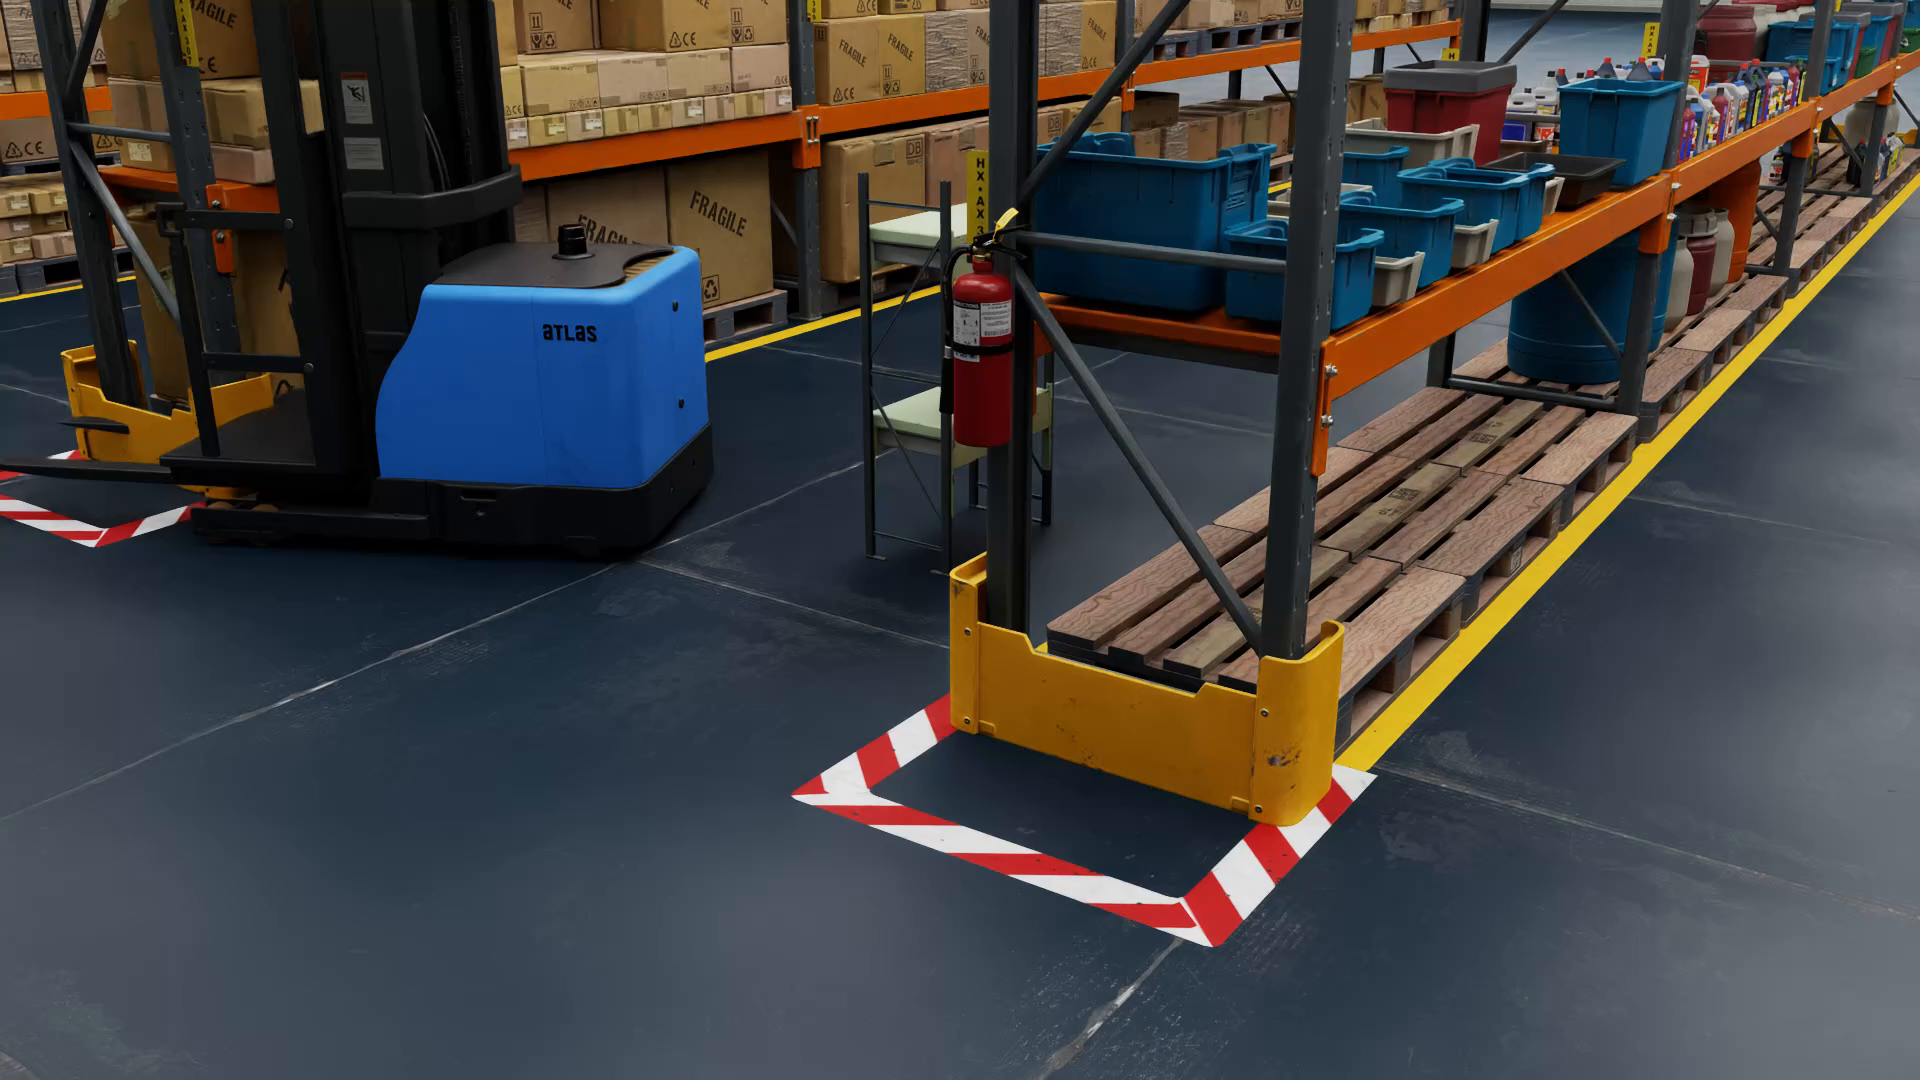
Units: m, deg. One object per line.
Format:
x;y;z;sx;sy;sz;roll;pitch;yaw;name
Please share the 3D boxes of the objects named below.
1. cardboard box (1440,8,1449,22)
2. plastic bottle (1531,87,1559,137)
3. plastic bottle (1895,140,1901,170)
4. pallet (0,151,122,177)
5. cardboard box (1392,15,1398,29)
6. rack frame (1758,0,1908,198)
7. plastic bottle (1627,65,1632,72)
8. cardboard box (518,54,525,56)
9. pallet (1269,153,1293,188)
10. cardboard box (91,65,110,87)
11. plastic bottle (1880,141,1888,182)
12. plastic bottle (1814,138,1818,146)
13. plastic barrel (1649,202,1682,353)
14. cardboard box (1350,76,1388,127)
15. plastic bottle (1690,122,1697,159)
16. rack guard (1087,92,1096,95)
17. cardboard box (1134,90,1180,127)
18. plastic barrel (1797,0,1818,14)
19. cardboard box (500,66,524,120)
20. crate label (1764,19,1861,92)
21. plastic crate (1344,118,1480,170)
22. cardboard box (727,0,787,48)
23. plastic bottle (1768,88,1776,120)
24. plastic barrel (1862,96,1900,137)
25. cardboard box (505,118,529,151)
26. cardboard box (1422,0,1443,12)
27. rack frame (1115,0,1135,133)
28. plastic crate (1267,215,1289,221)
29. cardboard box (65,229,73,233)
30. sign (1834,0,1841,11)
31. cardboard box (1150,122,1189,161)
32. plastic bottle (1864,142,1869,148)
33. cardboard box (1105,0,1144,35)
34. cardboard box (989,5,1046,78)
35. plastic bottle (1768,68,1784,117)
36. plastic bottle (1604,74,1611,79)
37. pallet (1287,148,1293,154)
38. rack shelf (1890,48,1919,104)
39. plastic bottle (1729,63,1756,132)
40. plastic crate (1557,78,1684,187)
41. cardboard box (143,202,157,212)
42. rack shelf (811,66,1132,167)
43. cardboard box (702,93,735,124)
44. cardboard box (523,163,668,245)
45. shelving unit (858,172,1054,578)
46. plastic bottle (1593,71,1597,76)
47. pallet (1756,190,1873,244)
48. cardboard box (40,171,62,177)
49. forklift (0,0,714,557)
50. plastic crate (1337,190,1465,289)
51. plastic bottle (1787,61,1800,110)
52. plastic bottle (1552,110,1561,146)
5.434;-6.091;19.271;0.380;0.149;0.250;13;24;32;cardboard box
2.934;-2.145;8.419;0.152;0.276;0.135;13;24;32;plastic bottle
8.608;-3.575;15.397;0.152;0.276;0.135;13;24;30;plastic bottle
-9.146;-3.749;16.596;1.003;0.211;1.213;13;24;32;pallet
4.480;-5.582;17.894;0.380;0.149;0.250;13;24;32;cardboard box
7.272;-4.217;13.843;1.000;3.000;0.127;13;24;32;rack frame
3.960;-2.683;9.880;0.097;0.271;0.097;0;20;0;plastic bottle
-2.656;-2.442;8.831;0.500;0.250;0.500;13;24;32;cardboard box
2.739;-3.652;16.333;1.003;0.211;1.213;13;24;32;pallet
-6.069;-3.263;11.625;0.380;0.149;0.250;13;24;31;cardboard box
8.069;-3.332;14.634;0.144;0.351;0.185;14;25;33;plastic bottle
7.868;-3.564;15.357;0.061;0.283;0.133;13;24;32;plastic bottle
3.493;-1.491;8.891;0.600;0.901;0.708;13;24;32;plastic barrel
4.751;-5.002;18.961;0.500;0.500;0.500;-17;26;-38;cardboard box
3.458;-1.926;7.934;0.097;0.201;0.097;0;20;0;plastic bottle
1.392;-6.162;22.703;1.175;0.500;0.348;13;24;32;rack guard
1.568;-3.774;14.531;0.500;0.250;0.500;17;26;38;cardboard box
6.553;-4.049;13.193;0.433;0.535;0.433;0;20;0;plastic barrel
-2.505;-2.188;8.145;0.500;0.250;0.500;12;24;30;cardboard box
5.805;-3.319;11.362;0.502;0.435;0.616;13;24;32;crate label
1.764;-1.492;6.560;0.437;0.282;0.530;13;24;32;plastic crate
-1.359;-3.125;9.596;0.500;0.500;0.500;14;25;33;cardboard box
4.611;-2.514;9.524;0.097;0.201;0.097;0;20;0;plastic bottle
9.214;-4.192;16.754;0.421;0.512;0.421;0;20;0;plastic barrel
-2.377;-2.029;8.290;0.380;0.149;0.250;13;24;31;cardboard box
4.910;-6.198;18.625;0.875;0.500;0.500;13;24;32;cardboard box
0.927;-4.036;13.352;1.000;3.000;0.127;13;24;32;rack frame
1.010;-1.029;5.515;0.396;0.136;0.243;13;24;32;plastic crate
-6.198;-2.131;11.706;0.380;0.149;0.250;13;24;32;cardboard box
9.068;-5.603;17.191;0.100;0.325;0.005;13;24;32;sign
1.588;-3.427;14.676;0.700;0.500;0.500;11;23;27;cardboard box
8.277;-3.495;15.181;0.152;0.276;0.135;13;24;32;plastic bottle
1.197;-4.442;13.701;0.500;0.500;0.500;10;23;25;cardboard box
0.280;-3.601;12.033;0.500;0.500;0.500;12;24;30;cardboard box
4.720;-2.603;9.663;0.097;0.271;0.097;0;20;0;plastic bottle
3.592;-2.458;9.271;0.097;0.271;0.097;0;20;0;plastic bottle
3.524;-4.075;17.478;1.003;0.211;1.213;13;24;32;pallet
8.396;-4.454;15.519;1.077;0.370;4.000;13;24;32;rack shelf
4.203;-2.391;8.975;0.144;0.351;0.185;13;24;32;plastic bottle
2.794;-1.742;7.088;0.392;0.384;0.575;13;24;32;plastic crate
-5.908;-2.441;12.116;0.380;0.149;0.250;14;24;33;cardboard box
-0.197;-3.124;11.925;1.077;0.370;4.000;13;24;32;rack shelf
-1.511;-2.471;9.484;0.380;0.149;0.250;13;24;31;cardboard box
-2.265;-1.656;9.377;0.875;0.875;0.875;13;24;32;cardboard box
0.004;-0.705;6.510;0.431;1.500;0.755;13;24;32;shelving unit
3.516;-2.473;9.296;0.061;0.283;0.133;13;24;32;plastic bottle
6.862;-2.677;13.697;1.003;0.211;1.213;13;24;32;pallet
-6.461;-2.584;12.075;0.380;0.149;0.250;12;24;30;cardboard box
-2.647;-1.527;6.669;3.031;2.935;1.130;3;21;8;forklift
1.307;-0.920;5.082;0.416;0.233;0.300;13;24;32;plastic crate
5.019;-2.750;10.043;0.061;0.283;0.133;13;24;32;plastic bottle
3.048;-2.091;8.380;0.097;0.201;0.097;0;20;0;plastic bottle
